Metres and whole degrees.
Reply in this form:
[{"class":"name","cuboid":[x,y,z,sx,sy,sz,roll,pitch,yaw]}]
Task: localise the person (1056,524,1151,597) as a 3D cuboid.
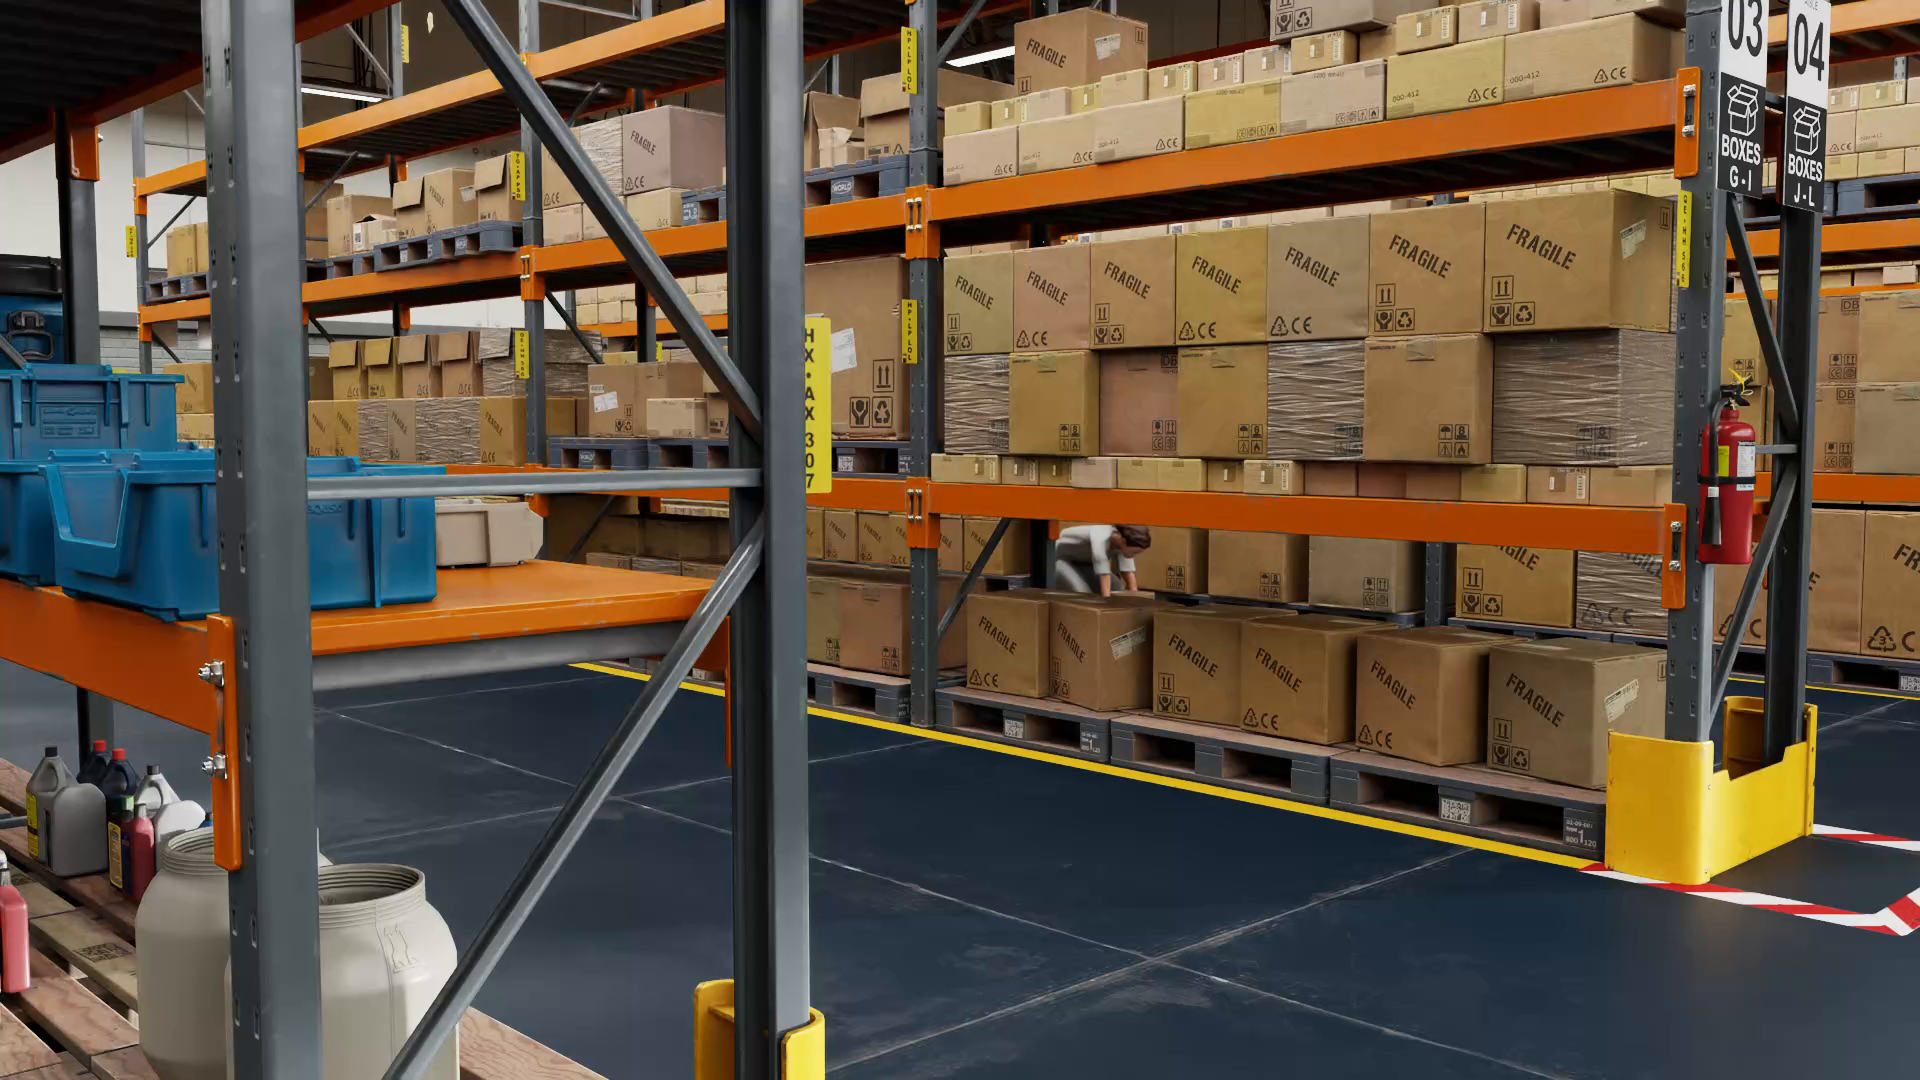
[{"class":"person","cuboid":[0.940,0.323,11.450,0.862,0.970,0.463,4,6,43]}]
